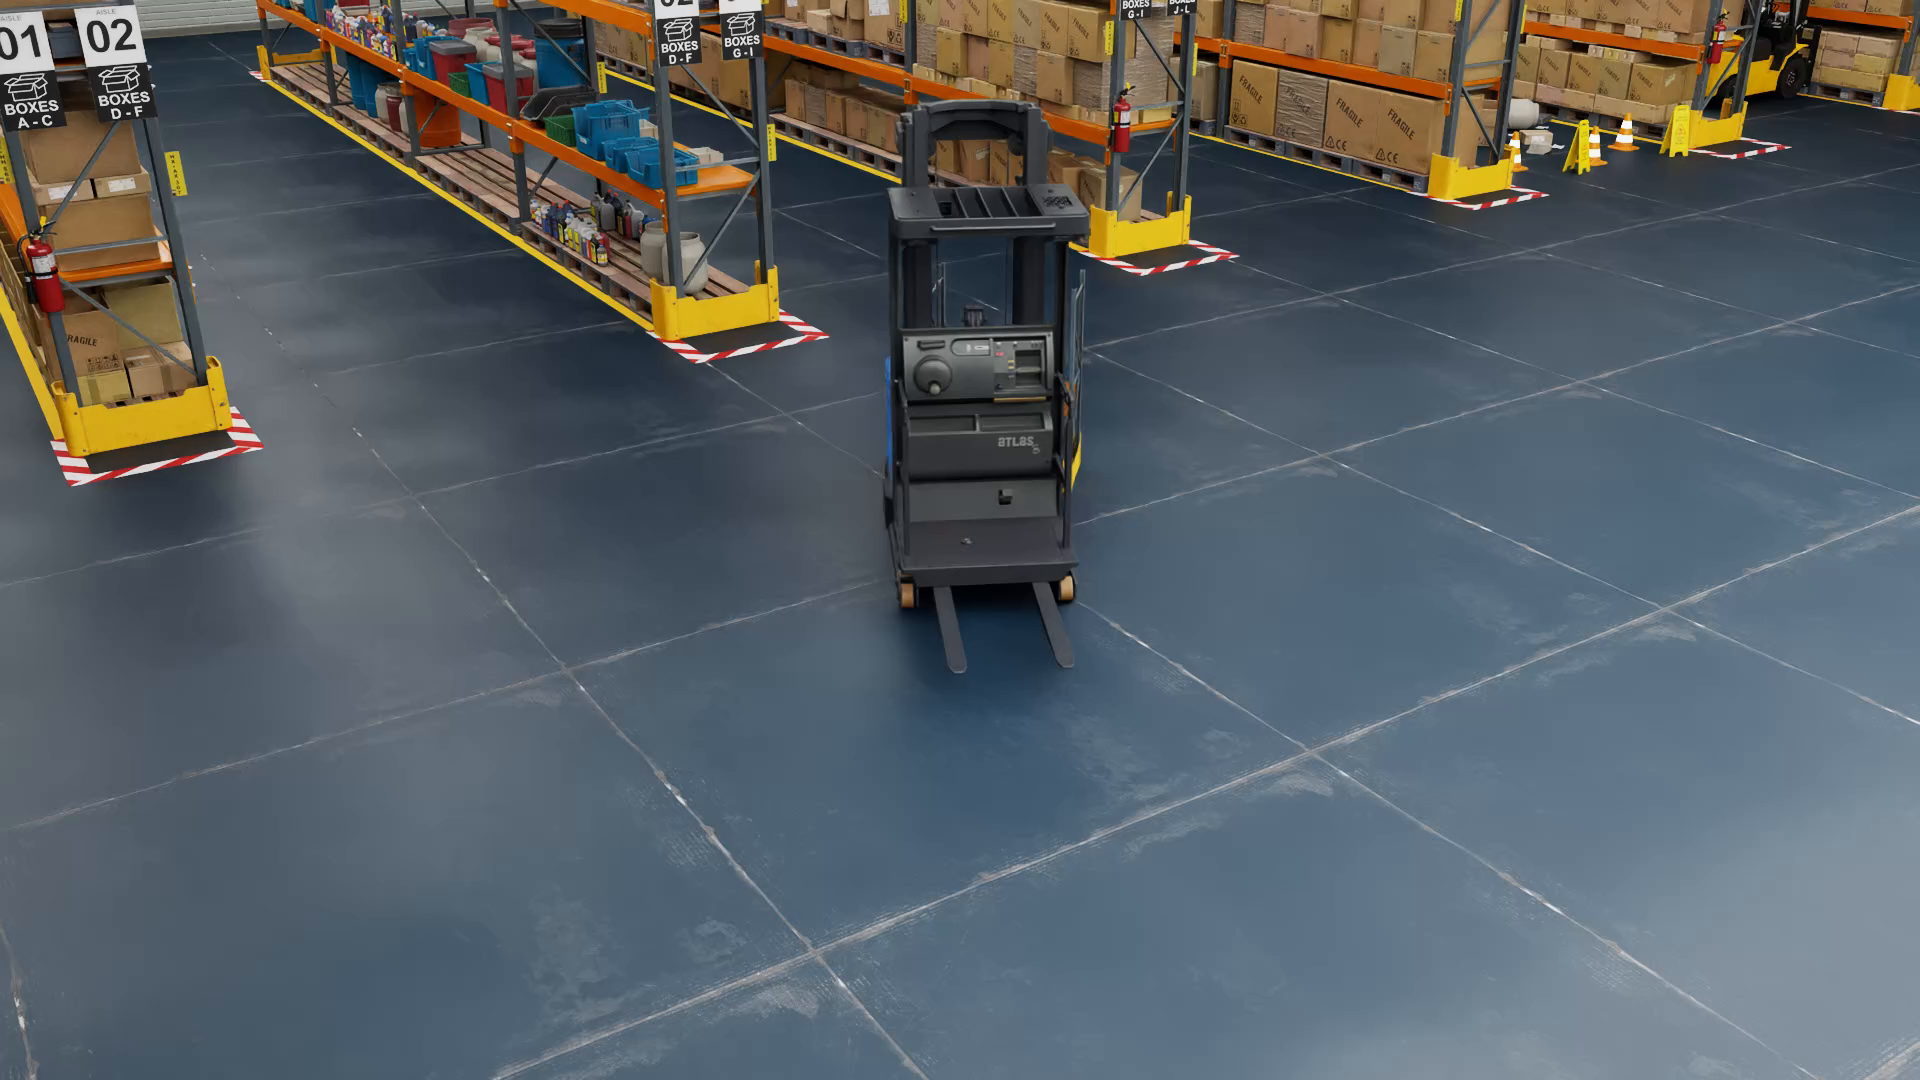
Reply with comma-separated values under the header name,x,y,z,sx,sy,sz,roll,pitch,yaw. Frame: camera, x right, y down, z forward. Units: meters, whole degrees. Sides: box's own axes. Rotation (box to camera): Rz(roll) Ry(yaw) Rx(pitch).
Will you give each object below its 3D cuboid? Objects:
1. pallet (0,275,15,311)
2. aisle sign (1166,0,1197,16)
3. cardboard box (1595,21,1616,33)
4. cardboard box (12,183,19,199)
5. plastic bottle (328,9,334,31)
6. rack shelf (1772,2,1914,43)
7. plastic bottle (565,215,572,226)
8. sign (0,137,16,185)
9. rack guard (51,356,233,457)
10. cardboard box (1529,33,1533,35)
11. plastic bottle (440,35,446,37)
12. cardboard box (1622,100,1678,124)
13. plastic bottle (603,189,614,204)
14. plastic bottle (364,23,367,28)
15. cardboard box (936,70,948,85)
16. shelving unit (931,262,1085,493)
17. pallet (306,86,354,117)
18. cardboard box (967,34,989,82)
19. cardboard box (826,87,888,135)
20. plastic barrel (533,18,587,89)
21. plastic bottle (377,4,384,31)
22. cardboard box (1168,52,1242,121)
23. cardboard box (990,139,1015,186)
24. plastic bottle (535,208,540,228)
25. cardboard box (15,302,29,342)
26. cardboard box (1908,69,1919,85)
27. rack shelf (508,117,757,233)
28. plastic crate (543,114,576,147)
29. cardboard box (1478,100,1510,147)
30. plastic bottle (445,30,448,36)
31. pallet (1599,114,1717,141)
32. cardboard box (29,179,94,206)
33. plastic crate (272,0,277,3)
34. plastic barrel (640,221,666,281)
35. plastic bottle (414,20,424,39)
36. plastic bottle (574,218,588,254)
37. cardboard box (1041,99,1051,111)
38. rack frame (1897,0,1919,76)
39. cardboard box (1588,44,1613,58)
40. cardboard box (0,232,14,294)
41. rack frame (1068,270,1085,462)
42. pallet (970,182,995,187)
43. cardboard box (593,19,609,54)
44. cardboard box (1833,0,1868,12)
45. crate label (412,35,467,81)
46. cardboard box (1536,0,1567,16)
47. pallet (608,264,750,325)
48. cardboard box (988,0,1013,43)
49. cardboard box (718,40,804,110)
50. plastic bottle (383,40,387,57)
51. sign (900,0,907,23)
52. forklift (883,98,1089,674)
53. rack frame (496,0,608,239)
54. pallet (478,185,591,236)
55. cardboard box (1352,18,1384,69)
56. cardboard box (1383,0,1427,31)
name,x,y,z,sx,sy,sz,roll,pitch,yaw
pallet,-8.946,-2.606,16.522,1.003,0.211,1.213,-16,29,-30
aisle sign,2.259,-5.712,16.791,0.394,0.787,0.004,-16,29,-30
cardboard box,9.137,-7.210,23.303,0.380,0.149,0.250,-16,30,-30
cardboard box,-7.971,-3.313,14.637,0.700,0.500,0.500,-16,30,-30
plastic bottle,-8.811,-7.296,23.327,0.061,0.283,0.133,-16,29,-30
rack shelf,13.342,-8.346,26.259,1.077,0.370,4.000,-16,29,-30
plastic bottle,-4.052,-3.234,17.266,0.097,0.271,0.097,0,25,0
sign,-6.790,-2.691,11.802,0.100,0.325,0.005,-16,29,-30
rack guard,-6.315,-1.042,12.873,1.175,0.500,0.348,-16,29,-30
cardboard box,8.641,-7.365,25.189,0.500,0.500,0.500,-16,30,-30
plastic bottle,-6.636,-6.334,21.300,0.152,0.276,0.135,-16,29,-30
cardboard box,9.597,-5.980,23.132,0.500,0.250,0.500,-16,29,-30
plastic bottle,-3.766,-3.603,17.956,0.144,0.351,0.185,-16,30,-31
plastic bottle,-7.868,-6.725,22.119,0.061,0.283,0.133,-16,29,-30
cardboard box,-0.059,-5.483,19.646,0.380,0.149,0.250,-16,29,-30
shelving unit,0.318,-1.180,11.993,1.083,1.500,0.587,5,26,10
pallet,-9.160,-6.620,25.025,1.003,0.211,1.213,-16,29,-30
cardboard box,0.585,-5.581,19.094,0.875,0.500,0.500,-16,29,-30
cardboard box,-1.382,-5.787,22.408,0.700,0.500,0.500,-13,28,-25
plastic barrel,-4.316,-5.201,18.166,0.600,0.901,0.708,-16,29,-30
plastic bottle,-8.071,-7.318,23.296,0.144,0.351,0.185,-16,29,-30
cardboard box,3.587,-6.413,23.464,1.050,0.750,0.750,-16,29,-30
cardboard box,0.699,-4.420,19.535,0.500,0.500,0.500,-19,31,-34
plastic bottle,-4.497,-3.446,17.799,0.097,0.201,0.097,0,25,0
cardboard box,-7.975,-1.962,14.622,0.500,0.250,0.500,-16,29,-30
cardboard box,14.330,-7.124,25.556,0.500,0.250,0.500,-15,29,-29
rack shelf,-3.268,-3.724,16.469,1.077,0.370,4.000,-16,29,-30
plastic crate,-3.855,-4.118,16.708,0.450,0.188,0.662,-16,29,-30
cardboard box,7.197,-5.708,22.751,0.637,0.503,0.797,7,26,15
plastic bottle,-6.649,-6.501,21.645,0.061,0.283,0.133,-16,29,-30
pallet,9.822,-5.863,23.423,1.003,0.211,1.213,-16,29,-30
cardboard box,-6.696,-2.612,12.393,0.380,0.149,0.250,-16,30,-30
plastic crate,-10.575,-8.423,25.818,0.250,0.136,0.298,-16,29,-30
plastic barrel,-2.873,-2.796,16.082,0.421,0.512,0.421,0,25,0
plastic bottle,-7.265,-6.866,22.426,0.152,0.276,0.135,-16,29,-30
plastic bottle,-3.830,-3.095,16.879,0.144,0.351,0.185,-14,29,-27
cardboard box,1.105,-4.788,18.173,0.380,0.149,0.250,-16,29,-30
rack frame,14.434,-7.956,24.590,1.000,3.000,0.127,-16,29,-30
cardboard box,9.088,-6.904,23.451,0.380,0.149,0.250,-14,29,-27
cardboard box,-8.241,-2.482,14.844,0.500,0.500,0.500,-16,29,-30
rack frame,0.826,-1.136,11.900,0.032,1.500,0.500,5,26,10
pallet,0.857,-3.990,19.454,1.003,0.211,1.213,-16,29,-30
cardboard box,-5.847,-8.905,28.596,0.875,0.875,0.875,-16,29,-30
cardboard box,13.670,-8.304,25.210,0.500,0.500,0.500,-15,29,-28
crate label,-6.227,-5.793,19.967,0.502,0.435,0.616,-16,29,-30
cardboard box,8.657,-7.830,23.856,0.500,0.500,0.500,-16,30,-30
pallet,-2.696,-2.382,16.047,1.003,0.211,1.213,-16,29,-30
cardboard box,0.652,-5.797,18.380,0.500,0.500,0.500,-16,29,-30
cardboard box,-2.752,-6.831,24.203,1.225,0.875,0.875,-17,30,-32
plastic bottle,-7.348,-6.314,21.344,0.097,0.201,0.097,0,25,0
sign,-0.673,-6.312,19.752,0.100,0.325,0.005,-16,29,-30
forklift,0.138,-1.048,10.037,1.130,2.935,3.031,-3,25,-5
rack frame,-4.359,-4.765,17.830,1.000,3.000,0.127,-16,29,-30
pallet,-4.821,-3.776,19.001,1.003,0.211,1.213,-16,29,-30
cardboard box,5.425,-6.220,20.736,0.875,0.550,0.550,-16,29,-30
cardboard box,5.637,-6.482,20.026,0.875,0.550,0.550,-16,29,-30
